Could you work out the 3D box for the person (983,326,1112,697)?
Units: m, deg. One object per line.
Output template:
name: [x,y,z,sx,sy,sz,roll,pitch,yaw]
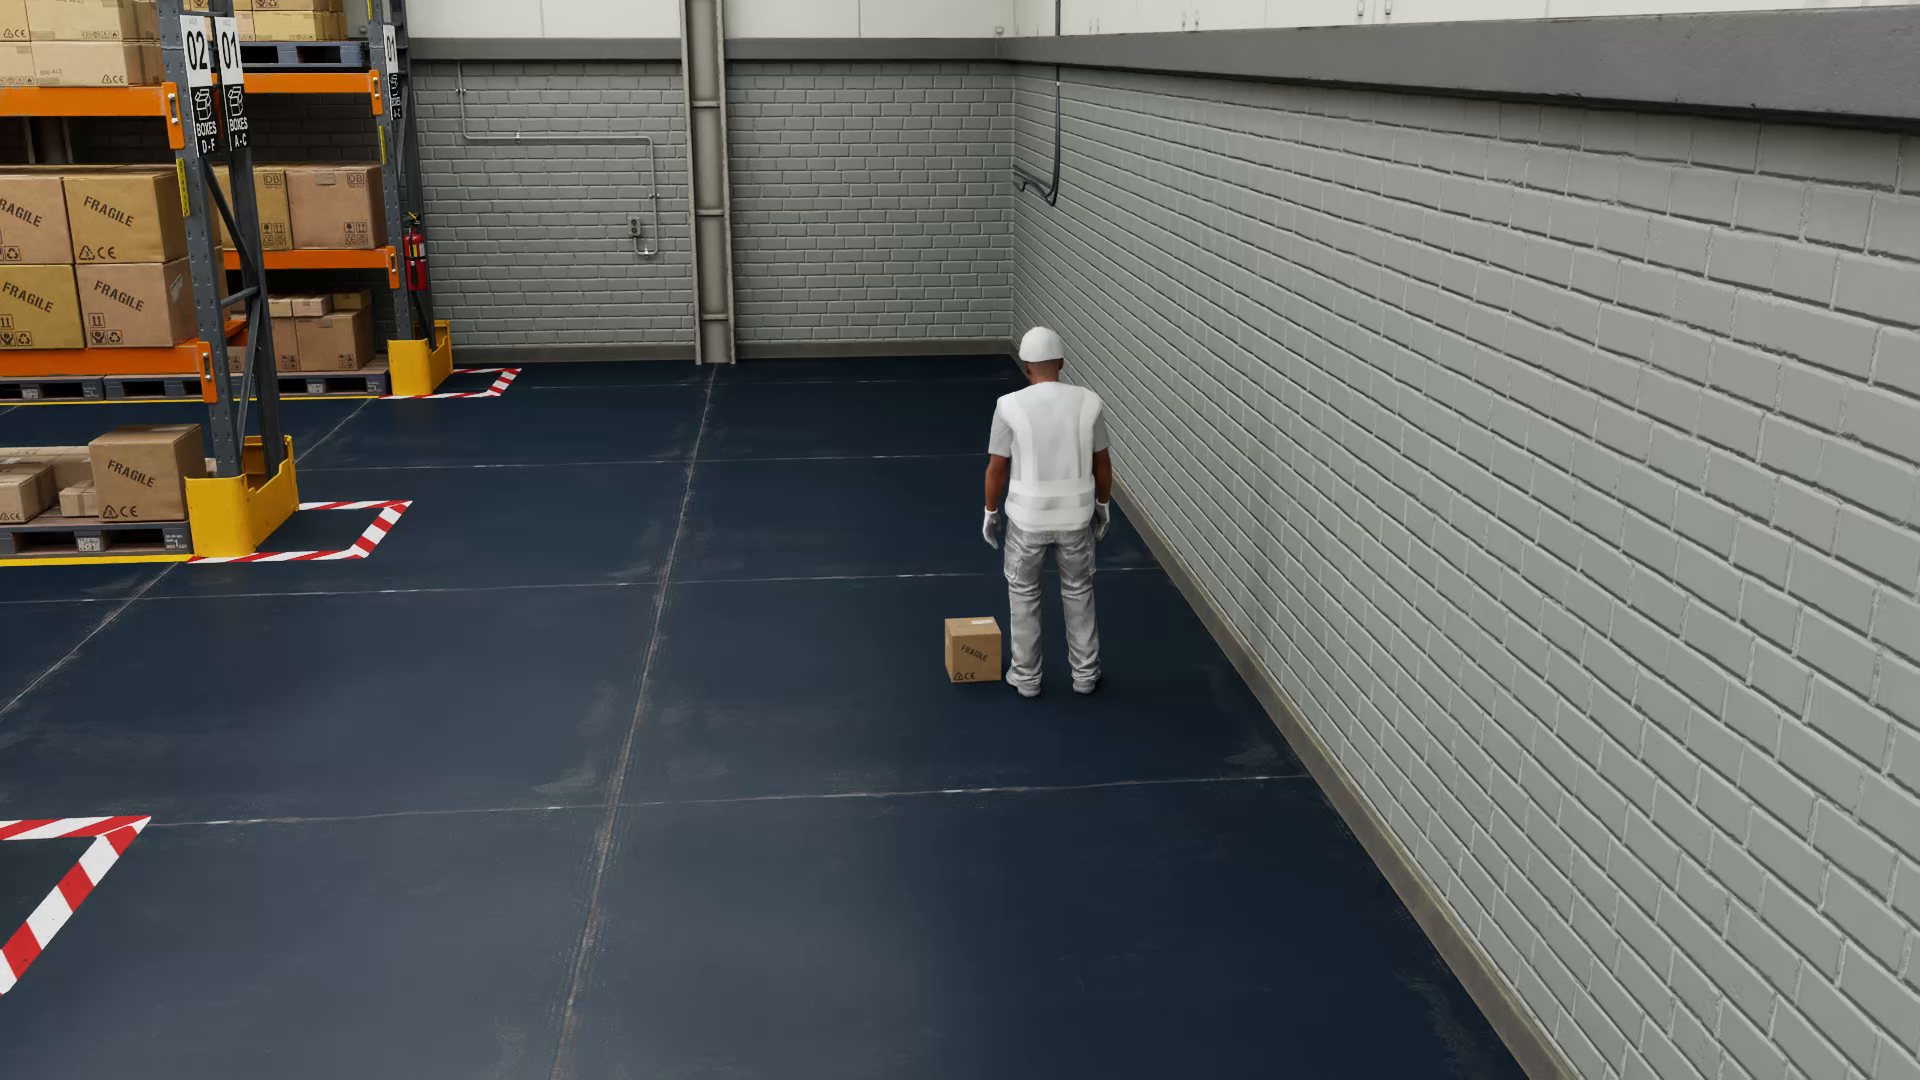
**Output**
person: [0.417,-0.125,7.940,0.628,1.774,0.448,-3,17,-9]
